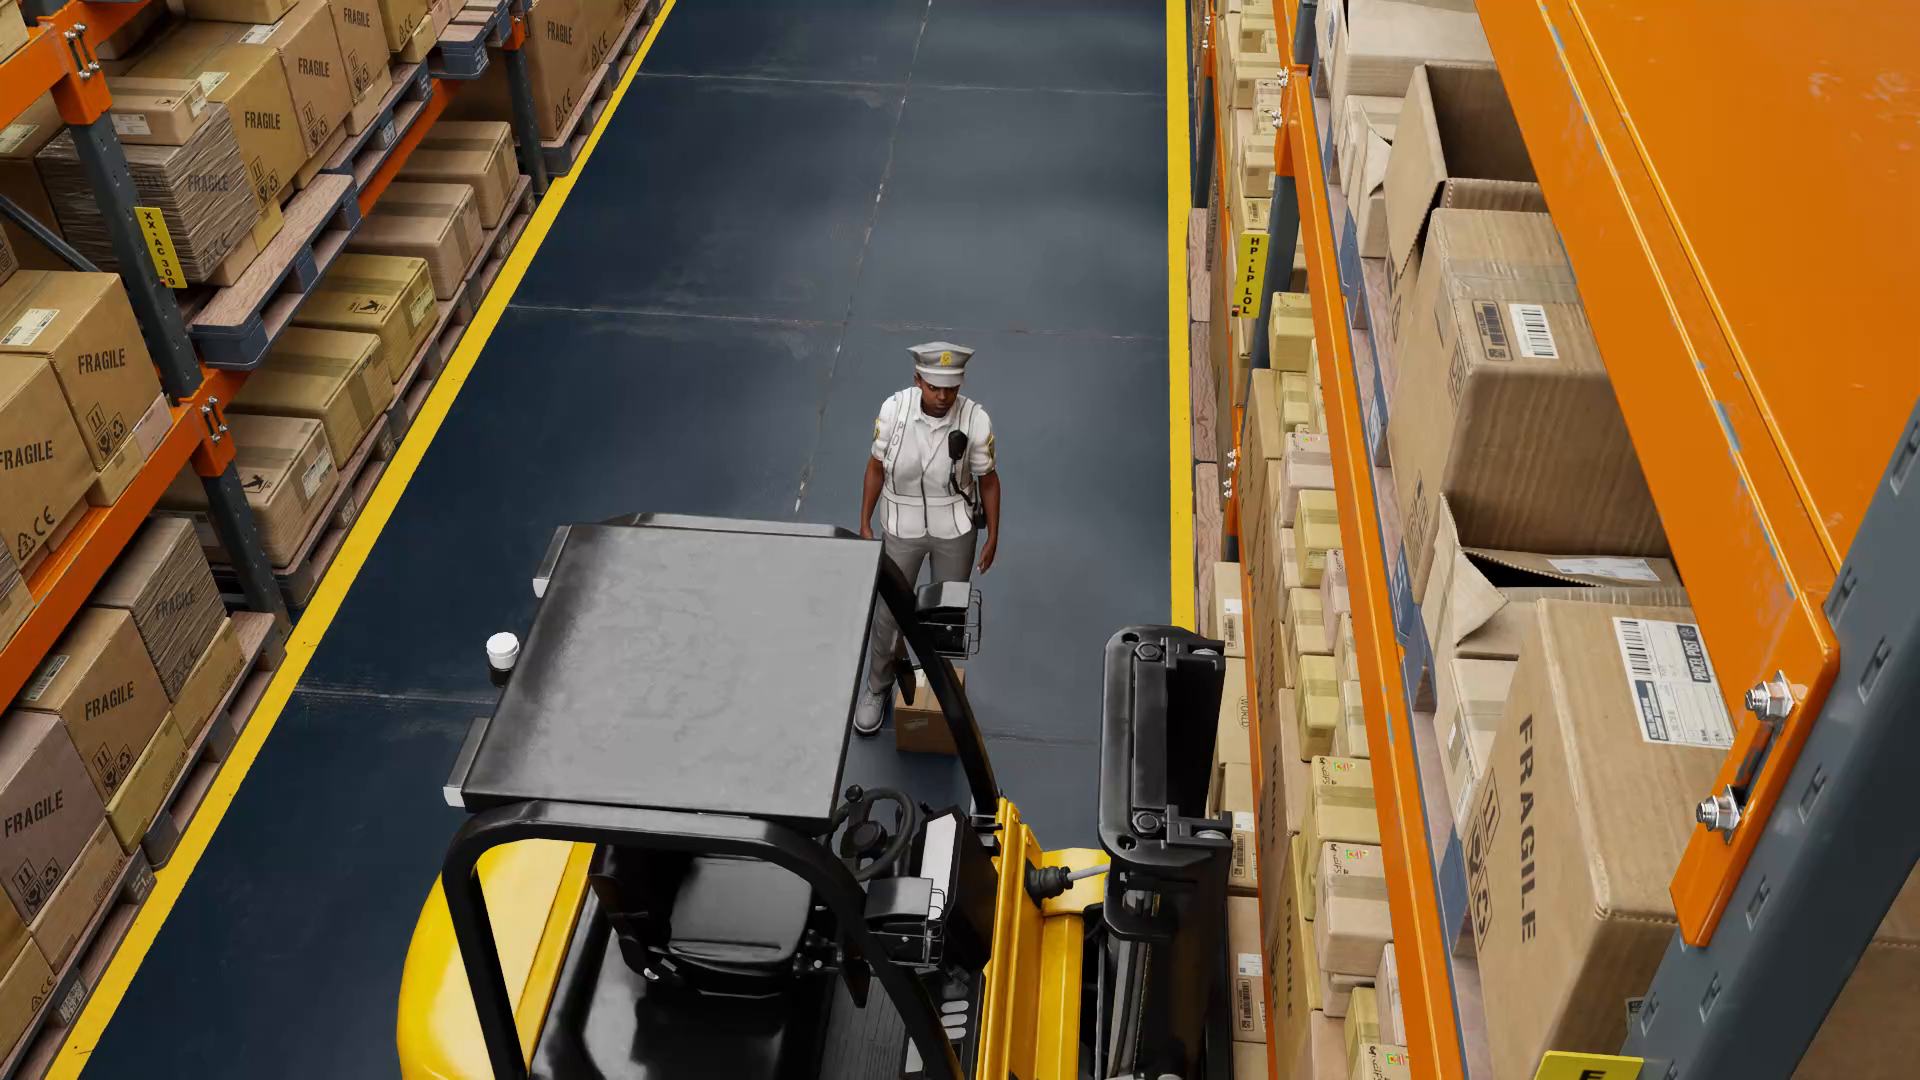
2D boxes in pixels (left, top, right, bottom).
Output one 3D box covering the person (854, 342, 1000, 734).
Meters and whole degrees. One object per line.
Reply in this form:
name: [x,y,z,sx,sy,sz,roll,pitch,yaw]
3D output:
person: [-0.137,-0.004,6.414,0.568,1.694,0.529,3,40,4]
